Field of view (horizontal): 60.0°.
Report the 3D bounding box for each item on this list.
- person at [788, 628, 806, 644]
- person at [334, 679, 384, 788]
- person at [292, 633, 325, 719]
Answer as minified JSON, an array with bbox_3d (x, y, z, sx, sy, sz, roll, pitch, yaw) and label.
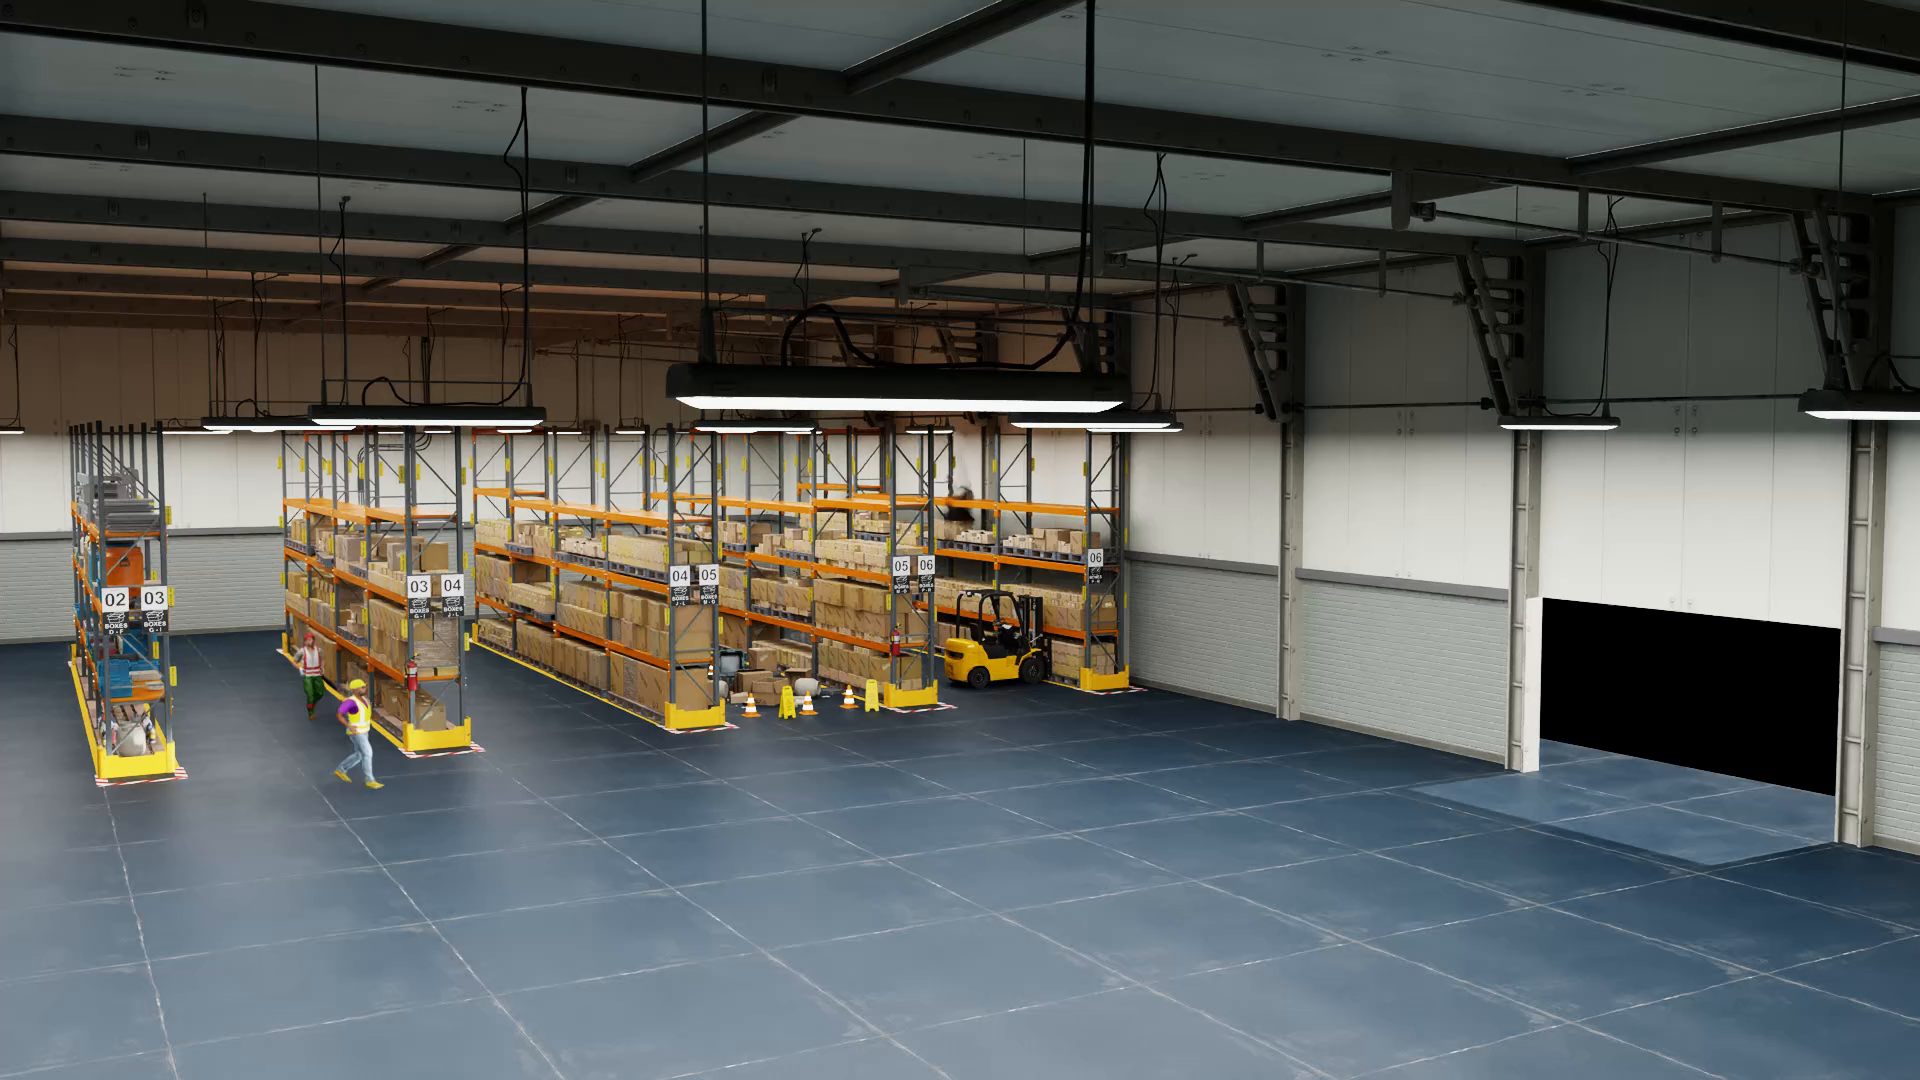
[{"bbox_3d":[-4.407,2.101,44.811,0.596,1.740,0.720,-2,4,-35],"label":"person"},{"bbox_3d":[-9.840,3.157,27.155,0.853,1.772,0.698,0,4,0],"label":"person"},{"bbox_3d":[-13.210,2.763,33.824,0.653,1.735,0.621,-3,4,-38],"label":"person"}]
